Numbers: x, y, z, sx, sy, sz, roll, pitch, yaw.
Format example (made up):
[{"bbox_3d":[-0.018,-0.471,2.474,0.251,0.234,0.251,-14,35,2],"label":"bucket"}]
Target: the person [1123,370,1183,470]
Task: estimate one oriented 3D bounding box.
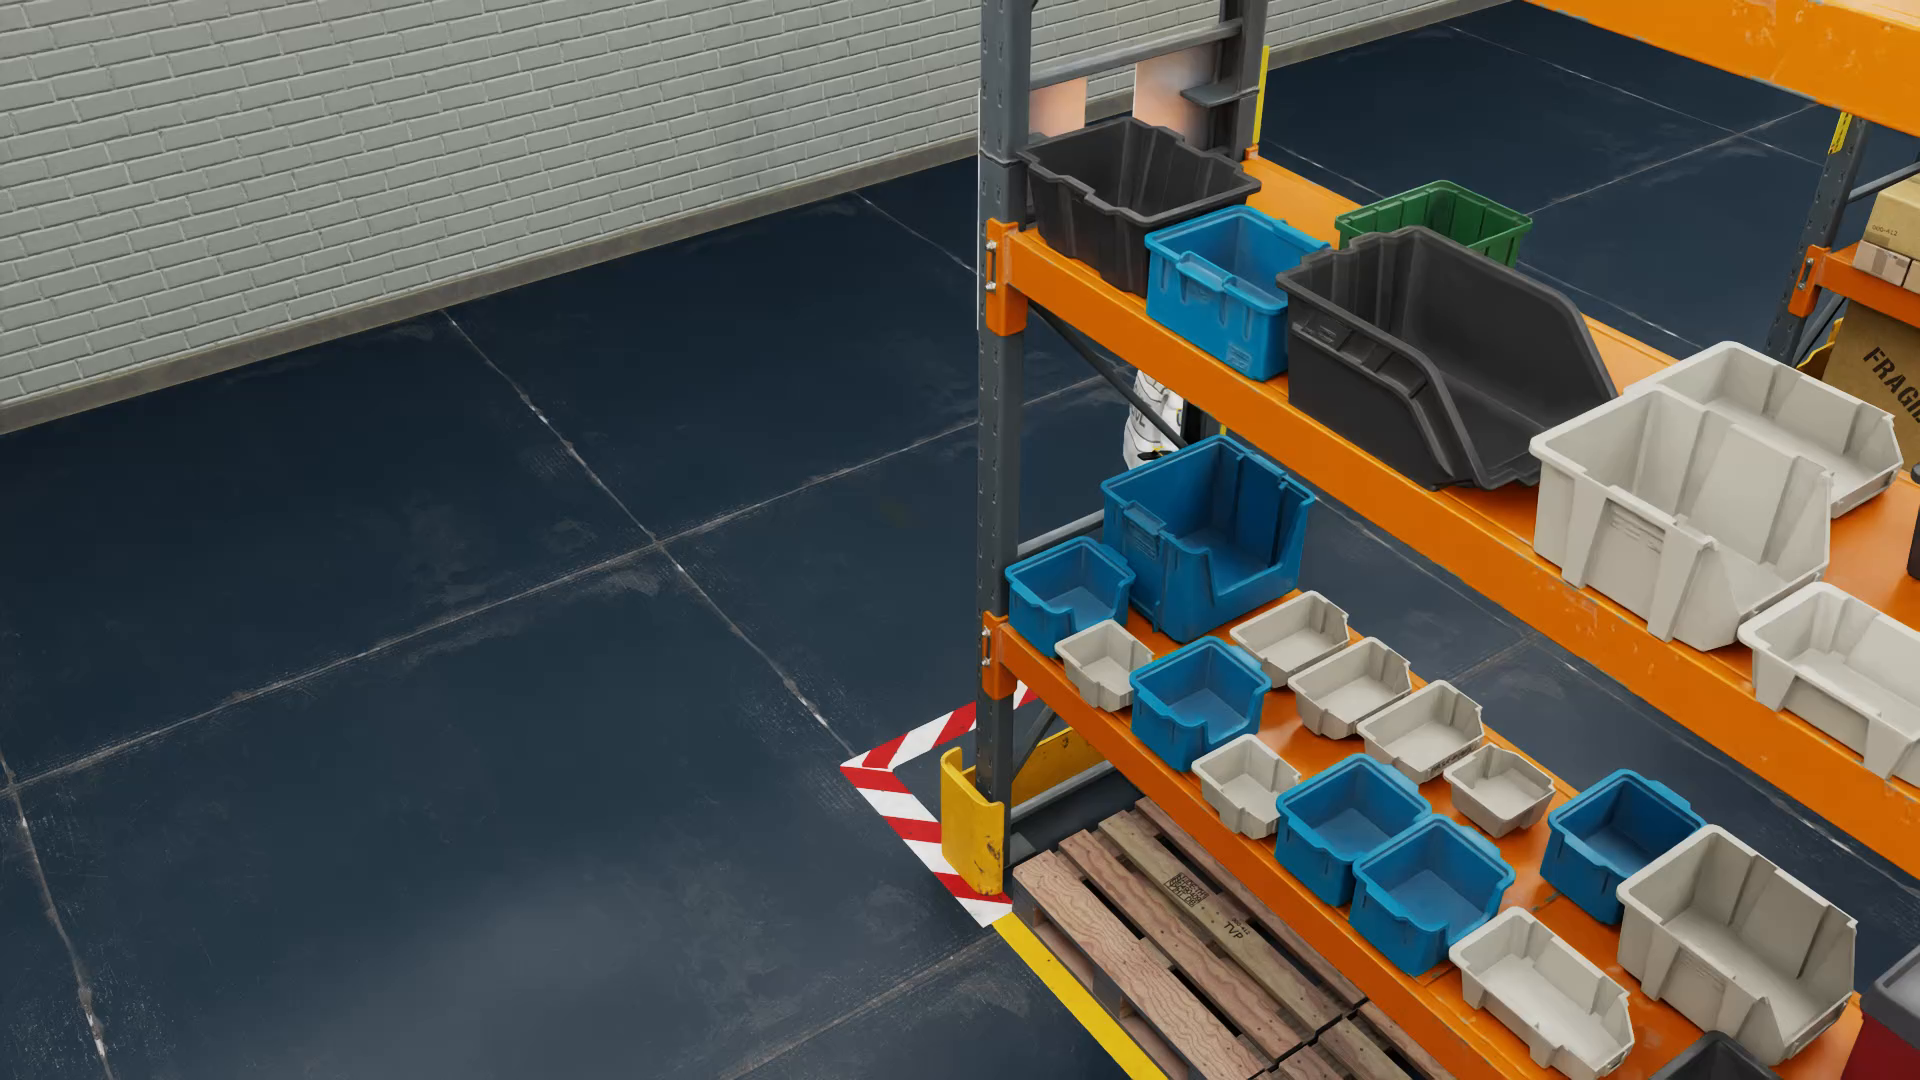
[{"bbox_3d":[0.925,-0.336,7.452,0.375,1.661,0.530,-4,37,-6],"label":"person"}]
